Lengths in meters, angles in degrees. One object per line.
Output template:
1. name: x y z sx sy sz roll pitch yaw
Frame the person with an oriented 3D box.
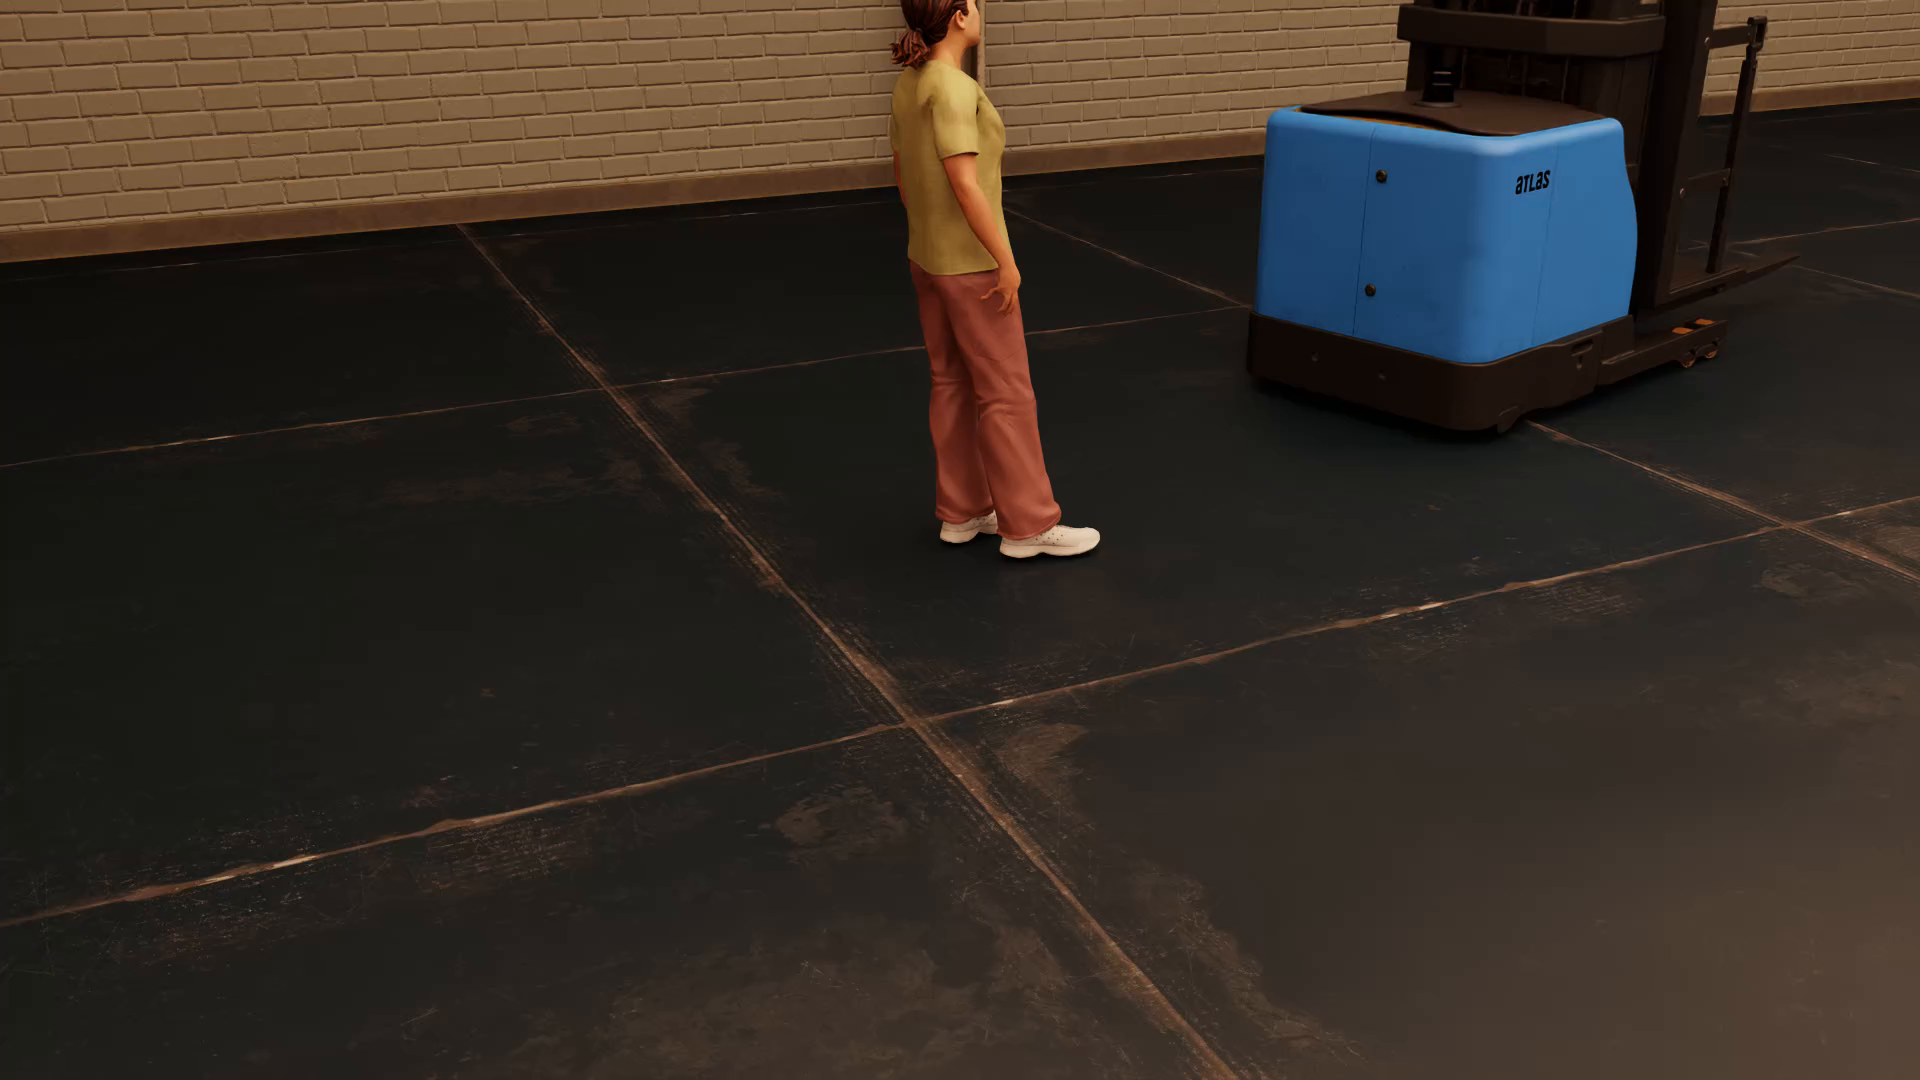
1. person: 0.071 -0.789 4.802 0.549 1.675 0.555 -10 25 -23

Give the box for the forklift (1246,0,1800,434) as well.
1. forklift: 2.555 -2.190 6.557 3.031 2.935 1.130 -19 29 -38
